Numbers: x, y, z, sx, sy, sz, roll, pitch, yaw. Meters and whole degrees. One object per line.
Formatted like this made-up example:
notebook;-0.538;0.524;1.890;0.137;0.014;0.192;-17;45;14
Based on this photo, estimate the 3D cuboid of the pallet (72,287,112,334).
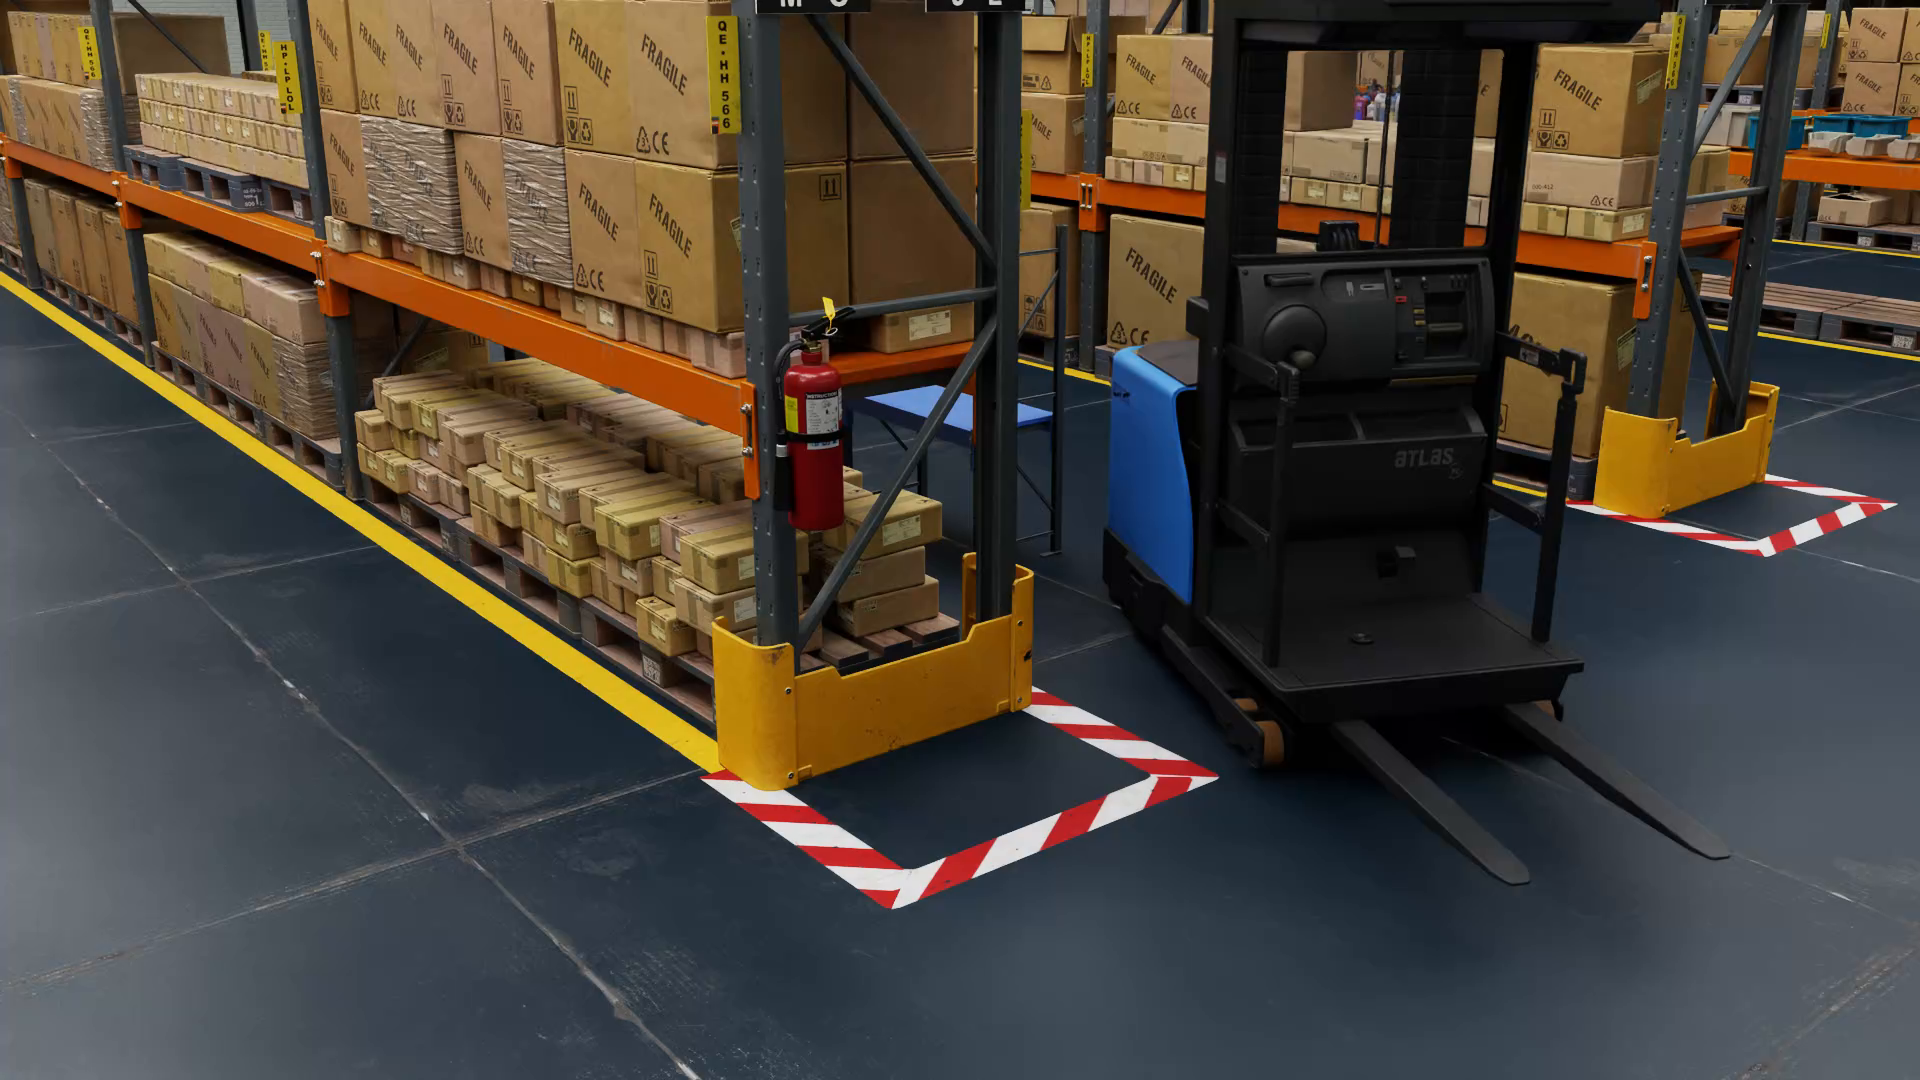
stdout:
pallet;-6.380;-1.894;13.246;1.003;0.211;1.213;-14;23;-36

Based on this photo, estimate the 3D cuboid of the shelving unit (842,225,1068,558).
shelving unit;-0.053;-0.733;7.690;0.538;1.500;1.048;-14;23;-36

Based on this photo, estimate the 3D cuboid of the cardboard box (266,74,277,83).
cardboard box;-4.216;-2.913;10.672;0.380;0.149;0.250;-13;22;-34

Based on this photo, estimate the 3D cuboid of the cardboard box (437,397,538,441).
cardboard box;-2.162;-0.534;7.623;0.380;0.149;0.250;-15;23;-38

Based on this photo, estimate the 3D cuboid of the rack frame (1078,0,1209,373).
rack frame;1.238;-2.666;11.141;1.000;3.000;0.127;-14;23;-36

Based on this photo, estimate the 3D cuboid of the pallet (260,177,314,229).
pallet;-3.073;-1.848;8.978;1.003;0.211;1.213;-14;23;-36

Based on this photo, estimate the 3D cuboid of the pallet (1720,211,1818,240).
pallet;8.471;-3.467;17.999;1.003;0.211;1.213;-14;23;-36

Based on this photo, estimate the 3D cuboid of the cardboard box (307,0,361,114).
cardboard box;-2.624;-2.227;7.594;0.500;0.500;0.500;-13;23;-35

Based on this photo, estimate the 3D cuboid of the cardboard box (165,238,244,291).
cardboard box;-4.643;-1.735;10.445;0.500;0.250;0.500;-14;23;-37

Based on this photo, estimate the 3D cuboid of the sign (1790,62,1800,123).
sign;4.160;-2.236;8.339;0.100;0.325;0.005;-14;23;-36

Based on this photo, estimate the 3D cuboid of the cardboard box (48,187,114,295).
cardboard box;-6.628;-2.451;13.405;1.050;0.750;0.750;-14;23;-36

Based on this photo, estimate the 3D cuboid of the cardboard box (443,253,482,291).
cardboard box;-1.938;-1.155;6.977;0.380;0.149;0.250;-13;22;-34

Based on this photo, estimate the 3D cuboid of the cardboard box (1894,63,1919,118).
cardboard box;9.429;-4.341;16.043;0.500;0.500;0.500;-13;23;-35

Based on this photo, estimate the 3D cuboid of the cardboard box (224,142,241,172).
cardboard box;-3.926;-2.182;9.413;0.380;0.149;0.250;-13;22;-34

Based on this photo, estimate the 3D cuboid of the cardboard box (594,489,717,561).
cardboard box;-1.128;-0.059;6.188;0.380;0.149;0.250;-15;23;-37

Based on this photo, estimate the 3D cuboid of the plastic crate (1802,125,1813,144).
plastic crate;6.437;-3.165;12.974;0.293;0.136;0.466;-14;23;-36

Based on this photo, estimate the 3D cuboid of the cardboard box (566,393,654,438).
cardboard box;-1.598;-0.571;7.736;0.380;0.149;0.250;-15;24;-39

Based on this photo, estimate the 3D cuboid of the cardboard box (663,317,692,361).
cardboard box;-0.778;-0.711;5.639;0.380;0.149;0.250;-14;23;-36

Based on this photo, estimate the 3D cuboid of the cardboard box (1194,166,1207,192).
cardboard box;1.653;-2.215;10.179;0.380;0.149;0.250;-15;23;-38

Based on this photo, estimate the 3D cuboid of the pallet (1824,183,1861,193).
pallet;11.587;-4.719;21.777;1.003;0.211;1.213;-14;23;-36

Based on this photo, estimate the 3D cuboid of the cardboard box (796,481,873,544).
cardboard box;-0.554;-0.105;6.329;0.380;0.149;0.250;-13;23;-35

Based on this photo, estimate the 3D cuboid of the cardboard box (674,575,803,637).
cardboard box;-0.781;0.201;5.876;0.380;0.149;0.250;-15;23;-38

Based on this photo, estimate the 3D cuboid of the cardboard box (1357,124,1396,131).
cardboard box;2.670;-2.300;9.802;0.500;0.250;0.500;-15;23;-37

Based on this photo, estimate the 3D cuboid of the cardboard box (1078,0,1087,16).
cardboard box;2.198;-7.959;24.905;0.700;0.500;0.500;-15;23;-38

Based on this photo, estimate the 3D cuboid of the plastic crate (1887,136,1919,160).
plastic crate;6.787;-2.790;11.840;0.396;0.136;0.243;-14;23;-36

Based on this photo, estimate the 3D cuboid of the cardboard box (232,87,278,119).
cardboard box;-3.755;-2.402;9.130;0.380;0.149;0.250;-15;23;-38

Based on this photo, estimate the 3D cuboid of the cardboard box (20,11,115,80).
cardboard box;-7.046;-3.968;13.326;0.700;0.500;0.500;-14;23;-37

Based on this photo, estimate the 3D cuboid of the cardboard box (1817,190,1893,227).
cardboard box;9.097;-3.385;16.891;0.500;0.311;0.500;-14;23;-36

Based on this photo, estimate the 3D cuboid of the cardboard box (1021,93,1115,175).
cardboard box;0.733;-2.775;11.313;0.500;0.500;0.500;-14;23;-36

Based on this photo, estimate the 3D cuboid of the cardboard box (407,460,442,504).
cardboard box;-2.378;-0.299;7.862;0.380;0.149;0.250;-14;23;-36

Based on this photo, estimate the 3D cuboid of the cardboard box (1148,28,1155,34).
cardboard box;2.915;-7.263;23.835;0.380;0.149;0.250;-13;22;-35

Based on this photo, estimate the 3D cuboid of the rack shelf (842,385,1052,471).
rack shelf;-0.053;-0.562;7.747;0.538;0.185;1.000;-14;23;-36

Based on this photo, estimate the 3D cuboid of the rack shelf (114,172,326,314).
rack shelf;-3.955;-1.874;9.894;1.077;0.370;4.000;-14;23;-36

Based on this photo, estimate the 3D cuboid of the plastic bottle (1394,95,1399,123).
plastic bottle;3.999;-3.855;14.930;0.152;0.276;0.135;-14;23;-36

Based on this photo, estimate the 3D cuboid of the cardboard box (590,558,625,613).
cardboard box;-1.219;0.144;6.522;0.380;0.149;0.250;-14;23;-36

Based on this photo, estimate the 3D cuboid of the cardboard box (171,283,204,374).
cardboard box;-4.642;-1.374;10.548;0.500;0.500;0.500;-14;23;-35

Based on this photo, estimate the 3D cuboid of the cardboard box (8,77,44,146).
cardboard box;-7.251;-3.435;13.305;0.500;0.500;0.500;-14;23;-36

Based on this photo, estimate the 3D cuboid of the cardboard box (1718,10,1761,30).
cardboard box;10.501;-6.937;22.182;0.500;0.250;0.500;-13;23;-35

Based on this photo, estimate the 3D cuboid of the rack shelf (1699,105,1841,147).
rack shelf;7.764;-4.750;18.579;1.077;0.370;4.000;-14;23;-36

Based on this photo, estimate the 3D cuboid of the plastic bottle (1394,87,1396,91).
plastic bottle;4.130;-4.186;15.919;0.061;0.283;0.133;-14;23;-36

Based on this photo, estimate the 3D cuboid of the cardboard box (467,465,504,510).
cardboard box;-1.907;-0.246;7.228;0.380;0.149;0.250;-14;23;-37

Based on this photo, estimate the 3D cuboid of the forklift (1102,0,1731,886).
forklift;1.441;-0.756;5.482;1.130;2.935;3.031;-4;19;-12

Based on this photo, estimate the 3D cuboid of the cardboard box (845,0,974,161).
cardboard box;-0.300;-1.563;5.587;0.500;0.500;0.500;-14;23;-36

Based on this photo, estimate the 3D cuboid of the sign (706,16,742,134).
sign;-0.677;-1.333;4.772;0.100;0.325;0.005;-14;23;-36

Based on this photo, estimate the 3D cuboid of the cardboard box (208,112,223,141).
cardboard box;-4.082;-2.388;9.562;0.380;0.149;0.250;-13;22;-34

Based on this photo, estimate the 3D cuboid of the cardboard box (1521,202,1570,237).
cardboard box;3.079;-1.648;8.467;0.380;0.149;0.250;-14;23;-36

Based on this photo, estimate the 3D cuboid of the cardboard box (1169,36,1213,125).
cardboard box;1.634;-2.801;10.122;0.500;0.500;0.500;-14;23;-36

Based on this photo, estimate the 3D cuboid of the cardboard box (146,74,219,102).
cardboard box;-4.893;-2.853;10.493;0.380;0.149;0.250;-15;23;-38

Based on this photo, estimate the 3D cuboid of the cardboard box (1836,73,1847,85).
cardboard box;11.387;-5.940;21.396;0.380;0.149;0.250;-14;23;-36

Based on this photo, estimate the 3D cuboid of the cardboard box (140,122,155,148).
cardboard box;-5.077;-2.639;10.791;0.380;0.149;0.250;-14;23;-37

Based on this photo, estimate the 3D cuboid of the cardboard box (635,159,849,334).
cardboard box;-0.710;-0.986;5.436;0.500;0.500;0.500;-13;23;-35

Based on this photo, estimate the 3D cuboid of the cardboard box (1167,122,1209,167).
cardboard box;1.629;-2.445;10.241;0.500;0.250;0.500;-14;23;-36
